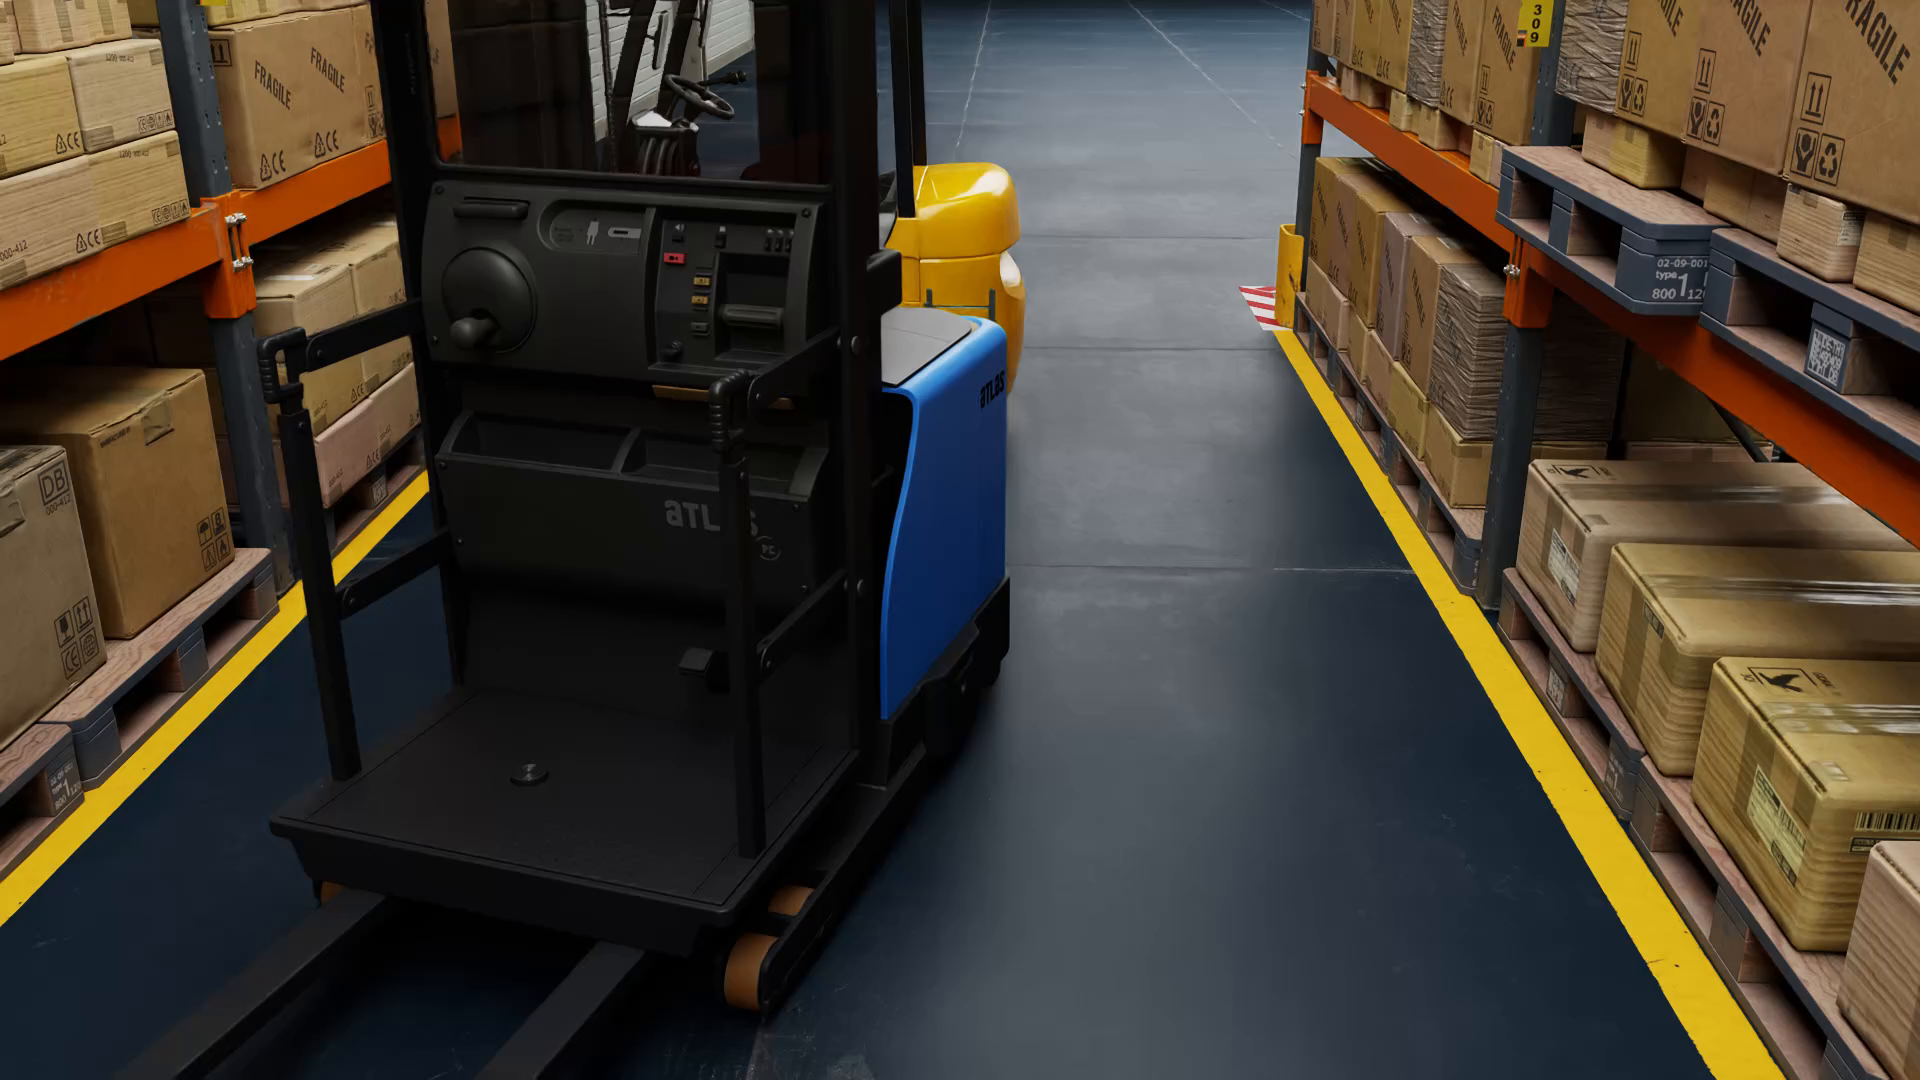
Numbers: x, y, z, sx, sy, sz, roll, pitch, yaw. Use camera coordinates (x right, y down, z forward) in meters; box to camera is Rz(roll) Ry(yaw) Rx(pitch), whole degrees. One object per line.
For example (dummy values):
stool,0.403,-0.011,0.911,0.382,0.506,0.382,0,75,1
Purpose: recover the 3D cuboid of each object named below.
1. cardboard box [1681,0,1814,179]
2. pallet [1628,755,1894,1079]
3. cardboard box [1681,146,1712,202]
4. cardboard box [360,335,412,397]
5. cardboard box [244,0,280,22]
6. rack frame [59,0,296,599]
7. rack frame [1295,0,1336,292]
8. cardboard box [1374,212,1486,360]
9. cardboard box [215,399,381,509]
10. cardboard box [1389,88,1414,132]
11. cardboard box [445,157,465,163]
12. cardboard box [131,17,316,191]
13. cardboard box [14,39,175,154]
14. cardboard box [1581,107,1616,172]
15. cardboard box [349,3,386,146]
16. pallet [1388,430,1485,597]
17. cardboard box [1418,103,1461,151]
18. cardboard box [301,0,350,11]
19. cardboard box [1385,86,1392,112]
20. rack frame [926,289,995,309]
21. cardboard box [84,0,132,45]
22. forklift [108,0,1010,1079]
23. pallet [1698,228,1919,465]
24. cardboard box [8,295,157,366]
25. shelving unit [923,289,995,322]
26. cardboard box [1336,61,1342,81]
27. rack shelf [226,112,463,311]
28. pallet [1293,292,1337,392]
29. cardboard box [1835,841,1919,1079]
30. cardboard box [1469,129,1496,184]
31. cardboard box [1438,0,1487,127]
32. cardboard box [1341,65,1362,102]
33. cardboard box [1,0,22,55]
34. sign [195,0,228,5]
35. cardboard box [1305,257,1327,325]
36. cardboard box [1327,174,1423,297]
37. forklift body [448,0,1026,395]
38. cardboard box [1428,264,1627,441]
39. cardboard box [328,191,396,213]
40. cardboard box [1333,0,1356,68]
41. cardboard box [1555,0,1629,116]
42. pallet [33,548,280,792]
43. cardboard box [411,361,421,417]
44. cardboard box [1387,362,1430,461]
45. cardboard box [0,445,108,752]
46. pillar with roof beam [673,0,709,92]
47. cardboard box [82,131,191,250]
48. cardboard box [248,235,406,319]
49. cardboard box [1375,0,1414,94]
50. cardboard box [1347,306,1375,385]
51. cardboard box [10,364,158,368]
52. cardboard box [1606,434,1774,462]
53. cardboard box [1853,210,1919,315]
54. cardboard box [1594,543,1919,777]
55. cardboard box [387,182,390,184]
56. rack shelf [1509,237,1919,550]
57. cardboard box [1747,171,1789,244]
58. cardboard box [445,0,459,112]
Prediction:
cardboard box,1.862,-1.032,3.412,0.500,0.500,0.500,1,21,1
pallet,2.150,0.847,3.555,1.003,0.211,1.213,1,21,2
cardboard box,1.925,-0.866,3.880,0.380,0.149,0.250,2,21,5
cardboard box,-2.419,-0.731,6.295,0.500,0.250,0.500,1,21,1
cardboard box,-2.476,-1.785,5.449,0.380,0.149,0.250,1,21,3
rack frame,-2.755,-1.230,5.053,1.000,3.000,0.127,1,21,2
rack frame,2.328,-2.623,8.643,1.000,3.000,0.127,1,21,2
cardboard box,1.984,-1.026,6.710,0.500,0.500,0.500,2,21,4
cardboard box,-2.410,-0.315,5.916,0.500,0.250,0.500,1,21,2
cardboard box,1.948,-1.732,6.694,0.380,0.149,0.250,1,21,2
cardboard box,-2.346,-1.702,8.107,0.500,0.250,0.500,1,21,3
cardboard box,-2.481,-1.434,5.441,0.500,0.500,0.500,0,21,0
cardboard box,-2.515,-1.213,4.525,0.500,0.250,0.500,0,21,0
cardboard box,1.874,-1.059,4.379,0.380,0.149,0.250,1,21,2
cardboard box,-2.467,-1.806,6.399,0.500,0.500,0.500,0,21,1
pallet,2.191,-0.120,6.047,1.003,0.211,1.213,1,21,2
cardboard box,1.939,-1.547,6.216,0.380,0.149,0.250,0,21,1
cardboard box,-2.415,-1.968,5.920,0.380,0.149,0.250,1,21,3
cardboard box,2.052,-1.918,7.172,0.380,0.149,0.250,1,21,3
rack frame,0.003,-0.453,5.953,0.240,0.900,0.006,1,21,2
cardboard box,-2.544,-1.453,4.593,0.380,0.149,0.250,1,21,3
forklift,-0.807,-0.542,3.374,1.130,2.935,3.031,7,22,17
pallet,2.104,-0.358,3.069,1.003,0.211,1.213,1,21,2
cardboard box,-2.934,-0.790,5.758,0.500,0.250,0.500,1,21,3
shelving unit,0.000,-0.417,5.859,0.258,0.900,0.210,1,21,2
cardboard box,2.111,-2.386,8.378,0.380,0.149,0.250,1,21,2
rack shelf,-2.695,-1.618,7.047,1.077,0.370,4.000,1,21,2
pallet,2.265,-1.002,8.321,1.003,0.211,1.213,1,21,2
cardboard box,2.126,0.827,2.802,0.950,0.372,0.625,0,21,1
cardboard box,1.912,-1.270,5.502,0.380,0.149,0.250,1,21,3
cardboard box,1.980,-1.712,5.745,0.500,0.500,0.500,1,21,3
cardboard box,1.974,-2.108,7.662,0.380,0.149,0.250,1,21,2
cardboard box,-2.594,-1.272,4.125,0.380,0.149,0.250,1,21,2
sign,-2.213,-1.731,4.852,0.100,0.325,0.005,1,21,2
cardboard box,2.027,-1.249,8.321,0.500,0.250,0.500,0,21,1
cardboard box,2.015,-1.400,7.676,0.500,0.500,0.500,0,21,0
forklift body,-0.868,-1.575,7.115,2.313,2.155,1.214,1,21,2
cardboard box,1.956,-0.657,5.760,0.500,0.500,0.500,0,21,1
cardboard box,-2.374,-1.336,7.165,0.500,0.250,0.500,0,21,1
cardboard box,2.024,-2.453,7.655,0.500,0.500,0.500,1,21,3
cardboard box,1.905,-1.392,4.339,0.500,0.500,0.500,1,21,3
pallet,-2.739,0.337,4.870,1.003,0.211,1.213,1,21,2
cardboard box,-2.410,-0.685,6.869,0.500,0.250,0.500,1,21,3
cardboard box,1.962,-0.500,6.392,0.500,0.250,0.500,0,21,0
cardboard box,-2.791,0.150,4.197,0.875,0.625,0.625,0,21,1
pillar with roof beam,1.112,-9.523,18.132,9.100,9.000,0.400,1,21,2
cardboard box,-2.509,-0.975,4.603,0.500,0.250,0.500,1,21,3
cardboard box,-2.401,-0.967,6.212,0.500,0.250,0.500,1,21,2
cardboard box,2.002,-2.085,6.706,0.500,0.500,0.500,0,21,1
cardboard box,2.000,-0.867,7.336,0.500,0.250,0.500,2,21,5
cardboard box,-2.945,-0.556,5.843,0.500,0.250,0.500,0,21,0
cardboard box,2.494,-0.301,5.879,0.500,0.250,0.500,0,21,-1
cardboard box,1.827,-0.492,2.916,0.380,0.149,0.250,0,21,0
cardboard box,2.174,0.302,4.156,0.950,0.372,0.625,2,21,5
cardboard box,-2.875,-1.523,7.647,0.500,0.250,0.500,0,21,1
rack shelf,2.145,-0.118,3.182,1.077,0.370,4.000,1,21,2
cardboard box,1.866,-0.684,3.412,0.380,0.149,0.250,1,21,2
cardboard box,-2.426,-2.170,7.336,0.500,0.500,0.500,0,21,1
